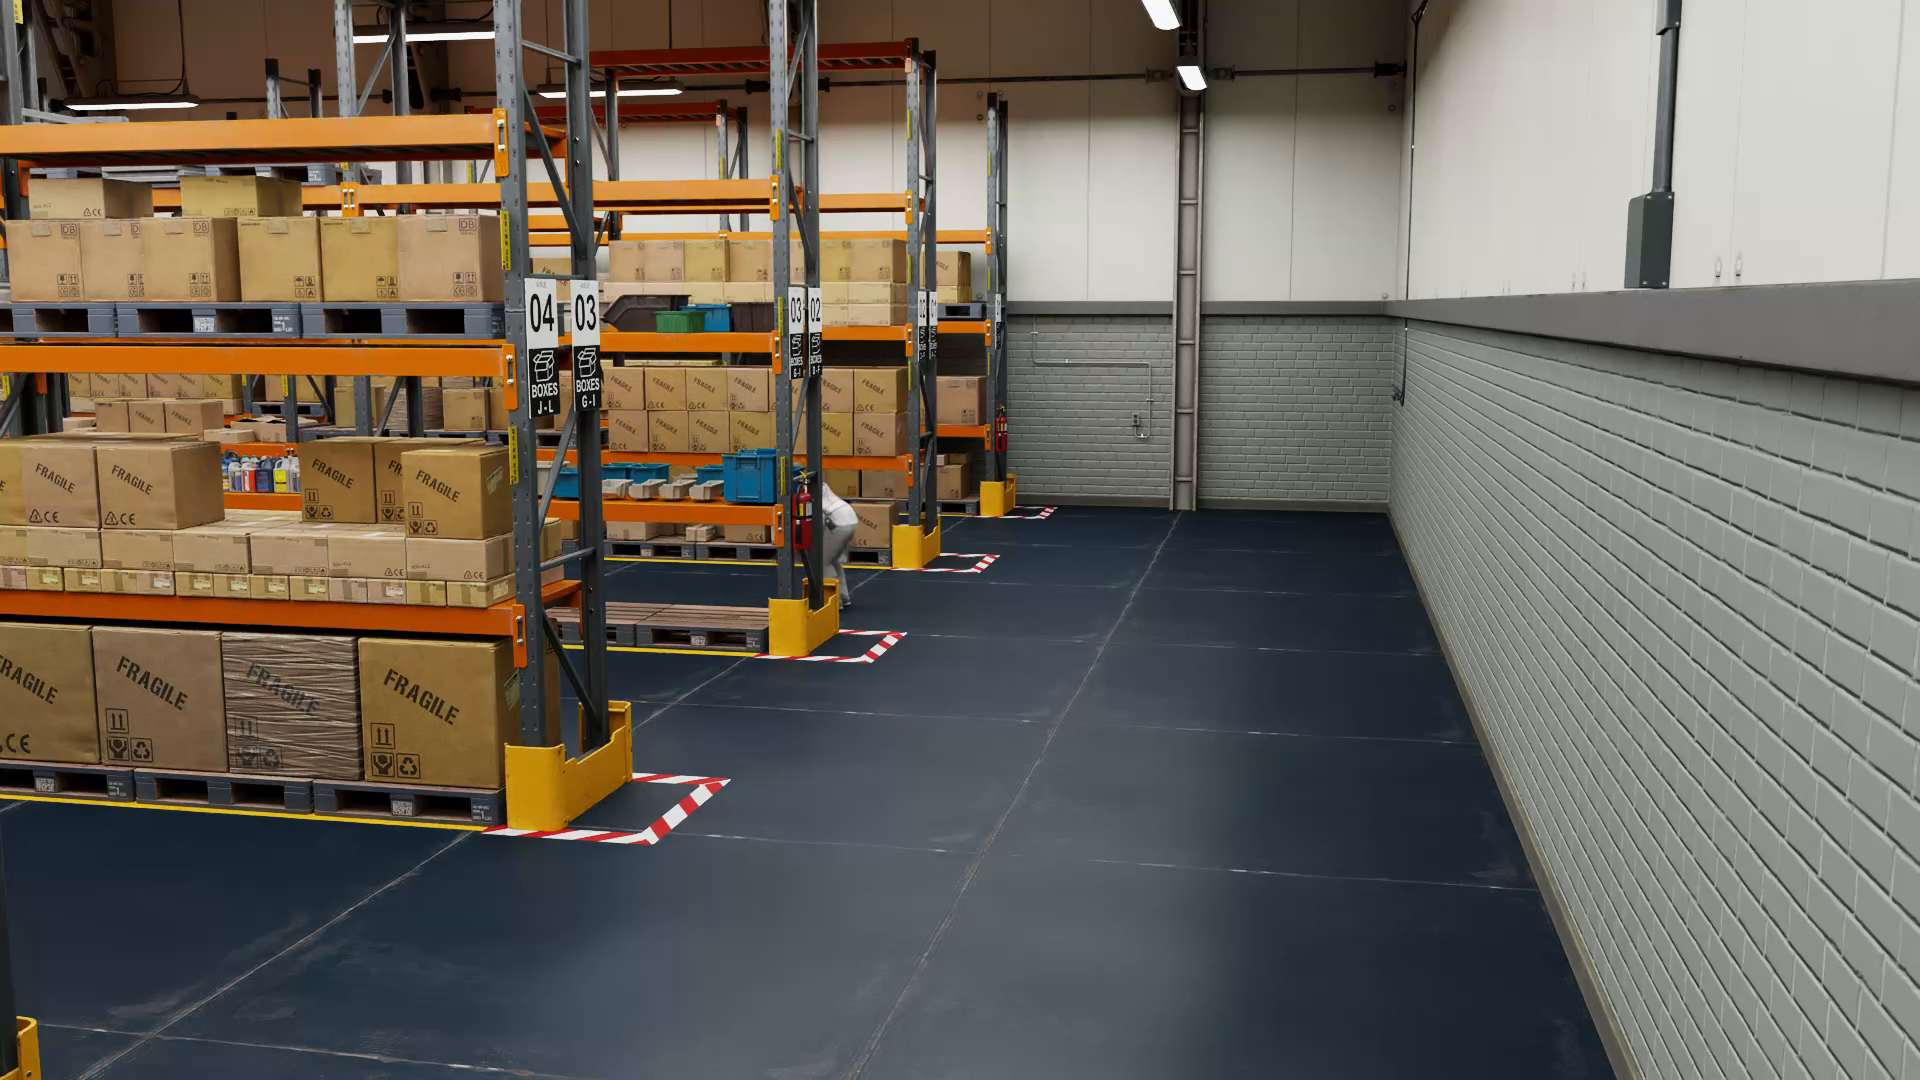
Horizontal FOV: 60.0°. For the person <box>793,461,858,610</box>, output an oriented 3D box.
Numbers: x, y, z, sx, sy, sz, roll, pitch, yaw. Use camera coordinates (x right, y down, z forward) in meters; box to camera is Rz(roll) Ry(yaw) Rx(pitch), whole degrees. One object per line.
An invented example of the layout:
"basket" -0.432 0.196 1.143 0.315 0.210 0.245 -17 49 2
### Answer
"person" -1.423 -0.041 16.779 0.772 1.484 0.459 1 8 10
